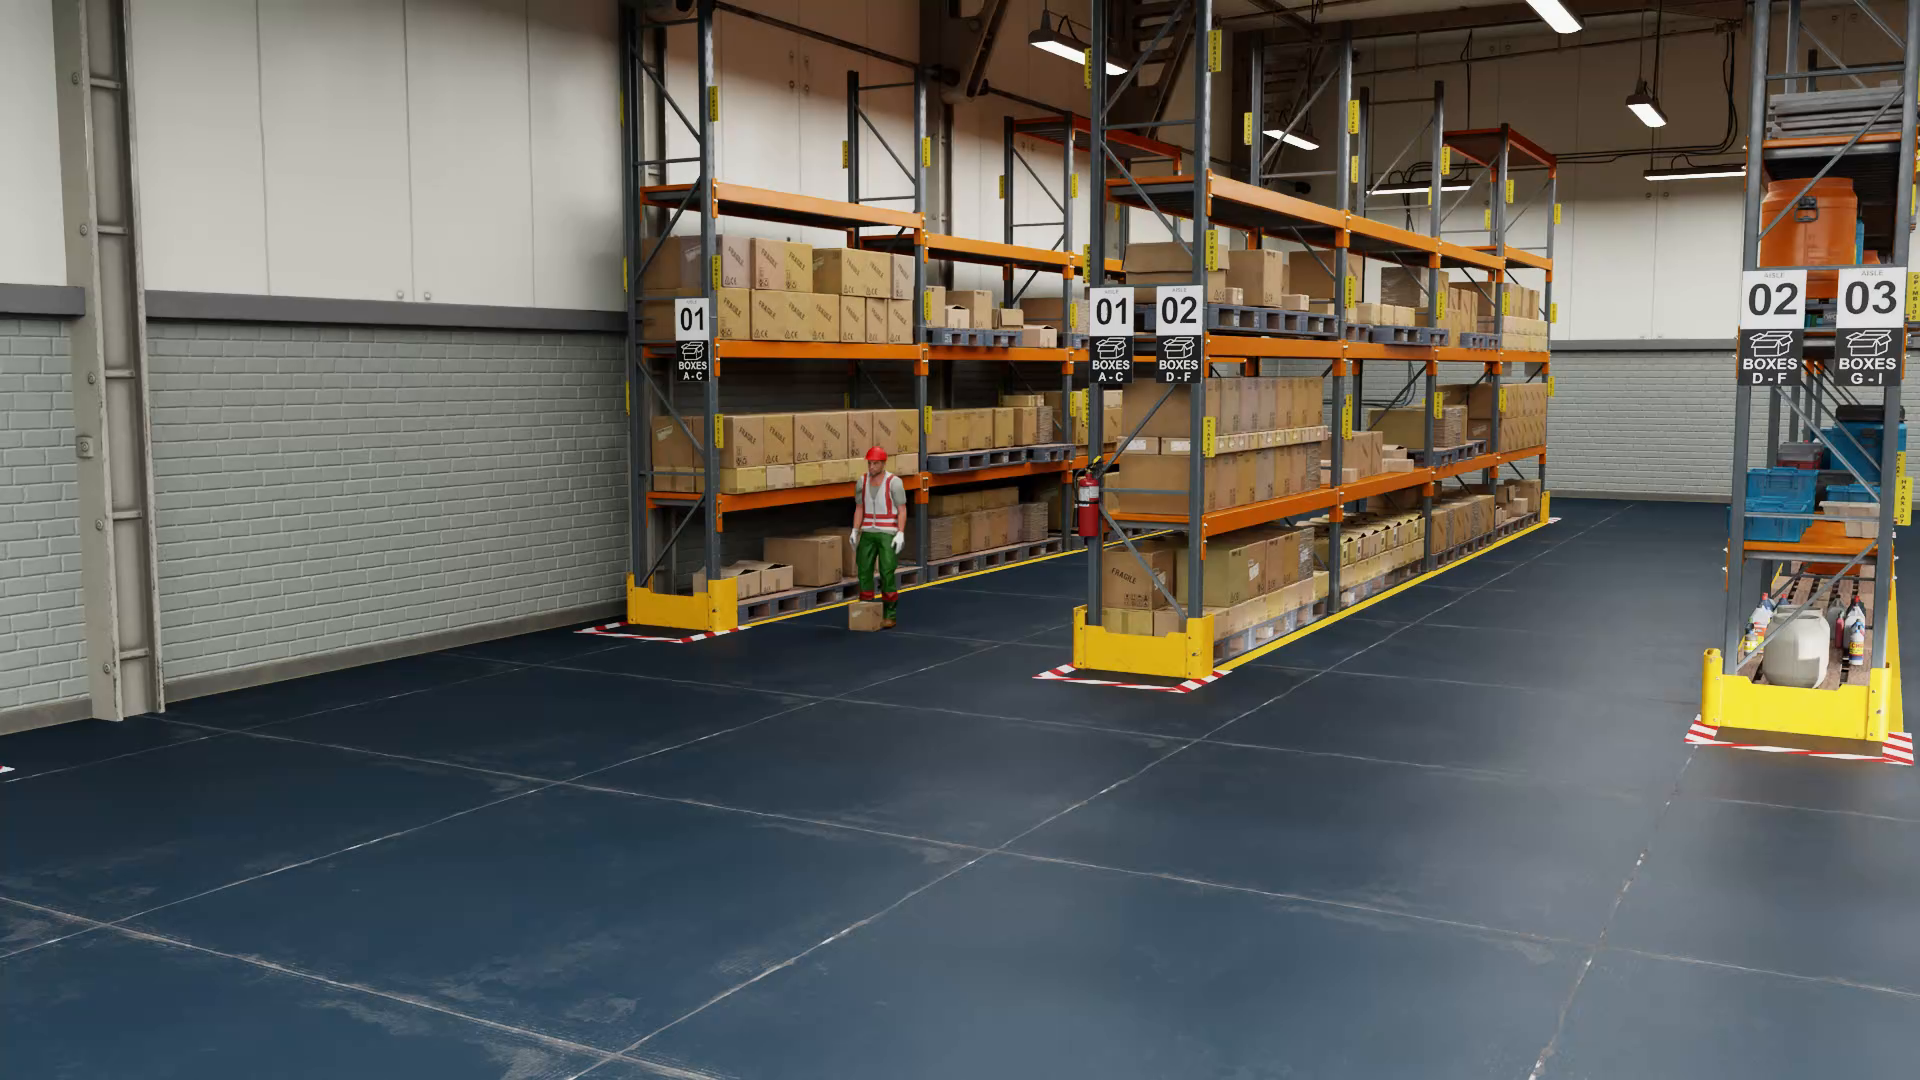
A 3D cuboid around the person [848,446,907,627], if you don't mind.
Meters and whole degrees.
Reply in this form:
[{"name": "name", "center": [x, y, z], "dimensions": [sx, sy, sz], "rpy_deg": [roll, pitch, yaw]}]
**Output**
[{"name": "person", "center": [-0.809, -0.035, 16.345], "dimensions": [0.595, 1.778, 0.449], "rpy_deg": [3, 7, 26]}]
